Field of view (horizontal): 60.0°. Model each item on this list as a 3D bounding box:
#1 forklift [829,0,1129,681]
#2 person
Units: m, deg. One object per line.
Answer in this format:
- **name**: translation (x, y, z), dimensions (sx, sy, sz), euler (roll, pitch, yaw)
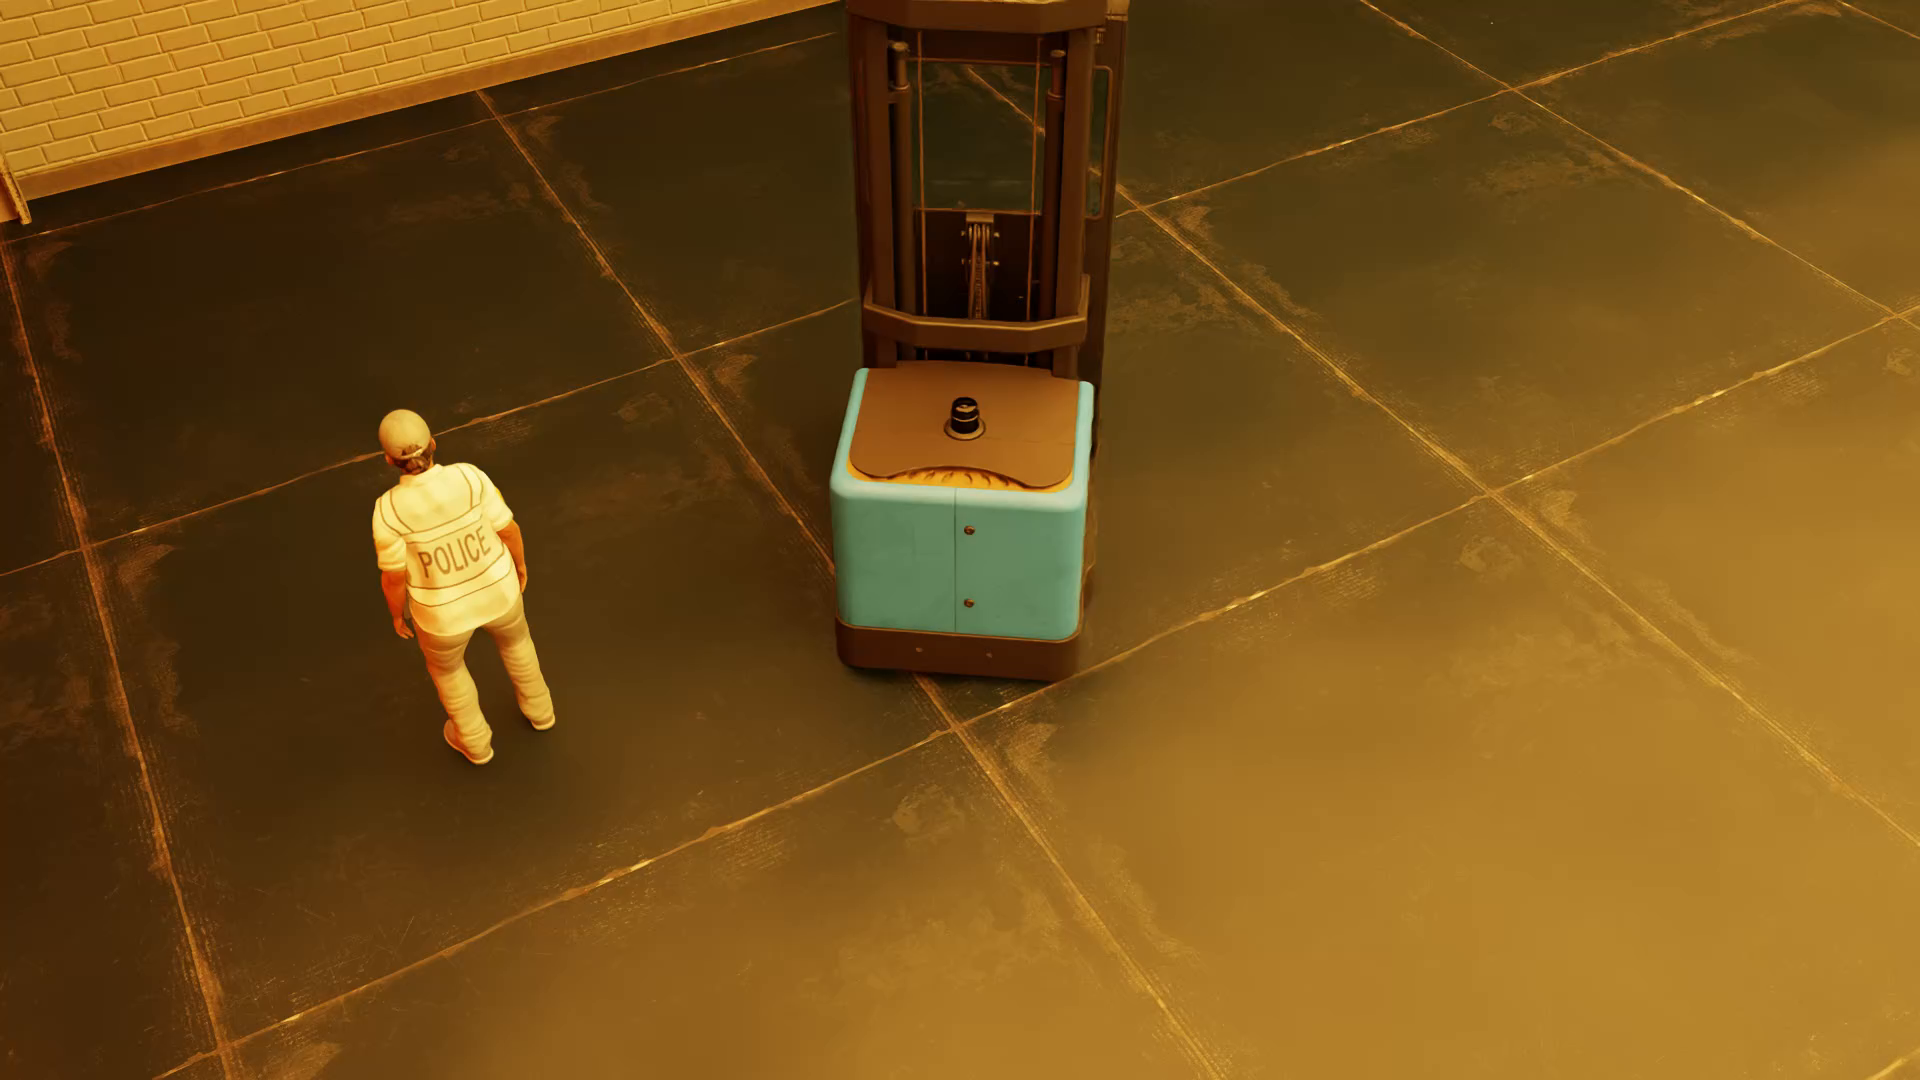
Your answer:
- **forklift**: translation (0.131, -1.472, 7.285), dimensions (1.130, 2.935, 3.031), euler (4, 43, 4)
- **person**: translation (-1.935, 0.196, 6.421), dimensions (0.551, 1.664, 0.462), euler (-25, 48, -24)
